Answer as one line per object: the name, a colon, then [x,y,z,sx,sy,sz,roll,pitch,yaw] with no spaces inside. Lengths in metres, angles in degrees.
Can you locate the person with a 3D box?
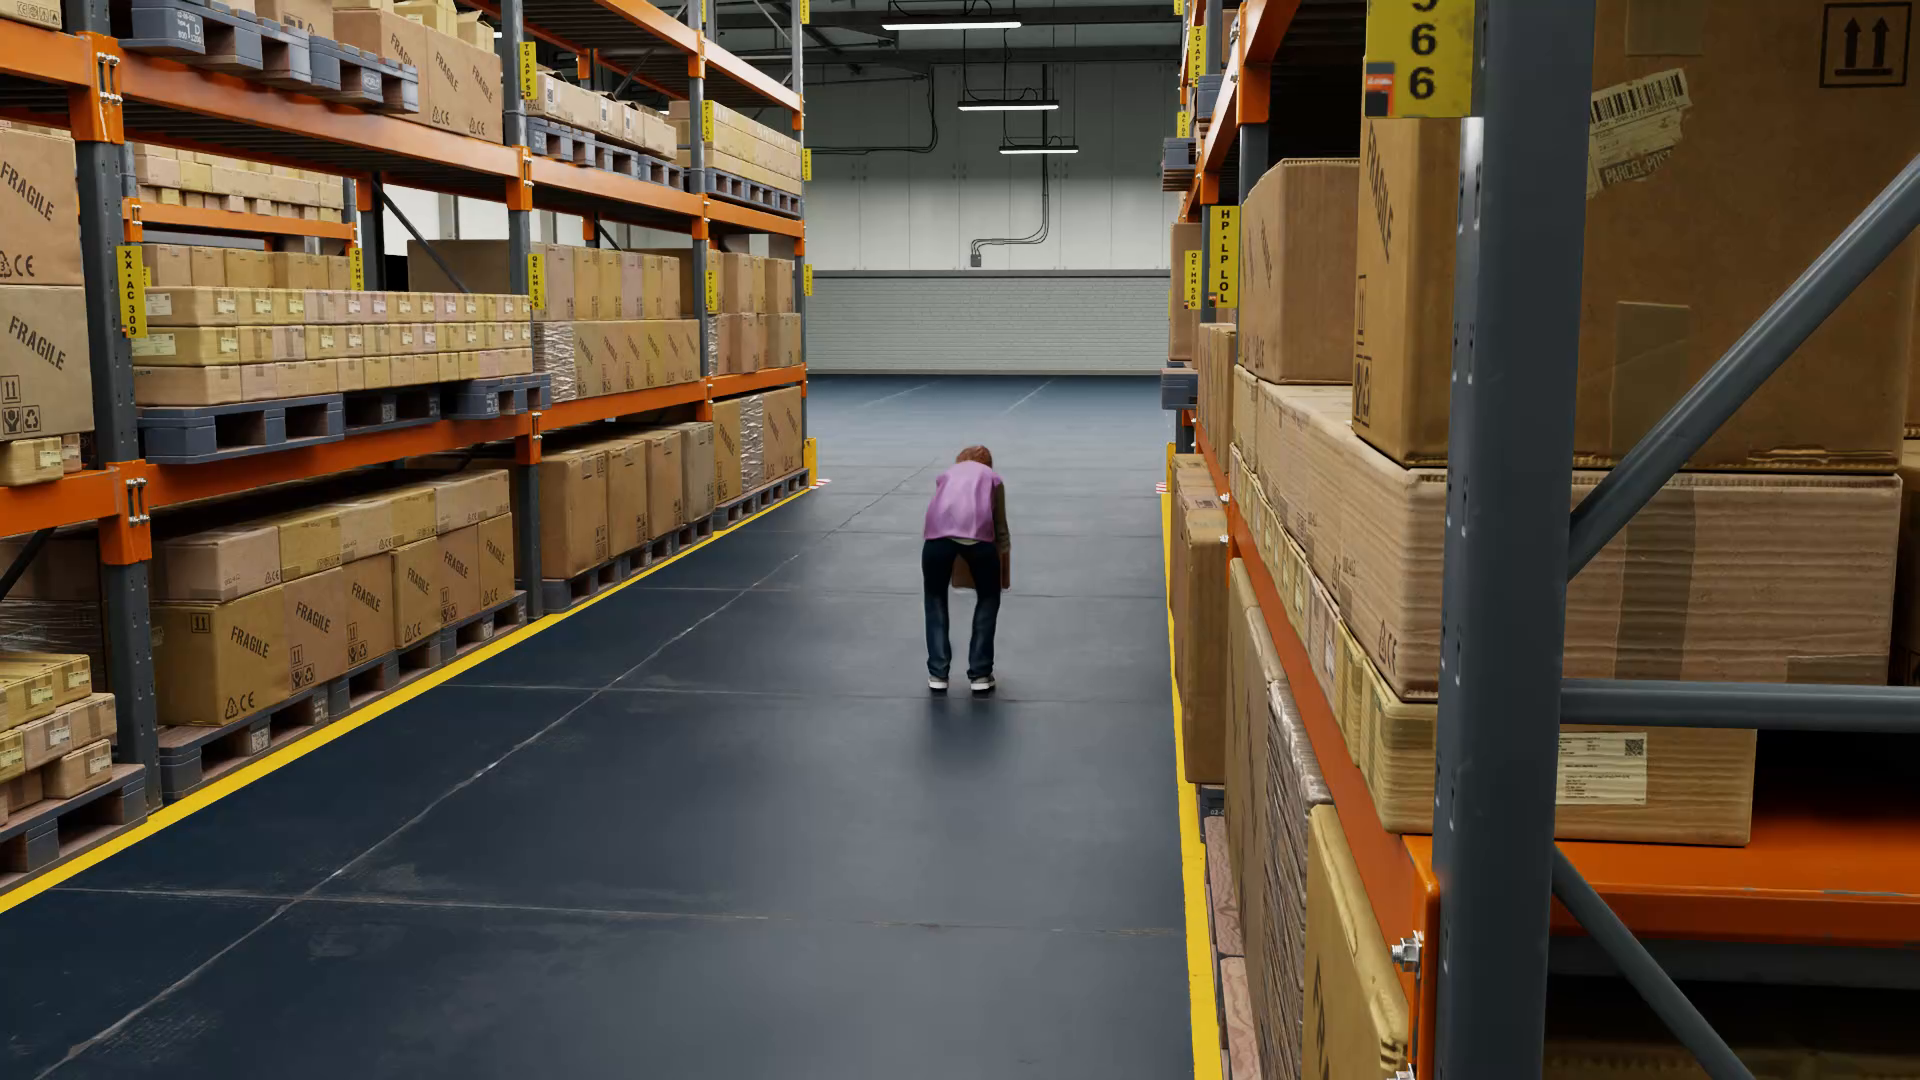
person: [0.036,0.134,8.423,0.413,1.177,0.826,1,8,6]
